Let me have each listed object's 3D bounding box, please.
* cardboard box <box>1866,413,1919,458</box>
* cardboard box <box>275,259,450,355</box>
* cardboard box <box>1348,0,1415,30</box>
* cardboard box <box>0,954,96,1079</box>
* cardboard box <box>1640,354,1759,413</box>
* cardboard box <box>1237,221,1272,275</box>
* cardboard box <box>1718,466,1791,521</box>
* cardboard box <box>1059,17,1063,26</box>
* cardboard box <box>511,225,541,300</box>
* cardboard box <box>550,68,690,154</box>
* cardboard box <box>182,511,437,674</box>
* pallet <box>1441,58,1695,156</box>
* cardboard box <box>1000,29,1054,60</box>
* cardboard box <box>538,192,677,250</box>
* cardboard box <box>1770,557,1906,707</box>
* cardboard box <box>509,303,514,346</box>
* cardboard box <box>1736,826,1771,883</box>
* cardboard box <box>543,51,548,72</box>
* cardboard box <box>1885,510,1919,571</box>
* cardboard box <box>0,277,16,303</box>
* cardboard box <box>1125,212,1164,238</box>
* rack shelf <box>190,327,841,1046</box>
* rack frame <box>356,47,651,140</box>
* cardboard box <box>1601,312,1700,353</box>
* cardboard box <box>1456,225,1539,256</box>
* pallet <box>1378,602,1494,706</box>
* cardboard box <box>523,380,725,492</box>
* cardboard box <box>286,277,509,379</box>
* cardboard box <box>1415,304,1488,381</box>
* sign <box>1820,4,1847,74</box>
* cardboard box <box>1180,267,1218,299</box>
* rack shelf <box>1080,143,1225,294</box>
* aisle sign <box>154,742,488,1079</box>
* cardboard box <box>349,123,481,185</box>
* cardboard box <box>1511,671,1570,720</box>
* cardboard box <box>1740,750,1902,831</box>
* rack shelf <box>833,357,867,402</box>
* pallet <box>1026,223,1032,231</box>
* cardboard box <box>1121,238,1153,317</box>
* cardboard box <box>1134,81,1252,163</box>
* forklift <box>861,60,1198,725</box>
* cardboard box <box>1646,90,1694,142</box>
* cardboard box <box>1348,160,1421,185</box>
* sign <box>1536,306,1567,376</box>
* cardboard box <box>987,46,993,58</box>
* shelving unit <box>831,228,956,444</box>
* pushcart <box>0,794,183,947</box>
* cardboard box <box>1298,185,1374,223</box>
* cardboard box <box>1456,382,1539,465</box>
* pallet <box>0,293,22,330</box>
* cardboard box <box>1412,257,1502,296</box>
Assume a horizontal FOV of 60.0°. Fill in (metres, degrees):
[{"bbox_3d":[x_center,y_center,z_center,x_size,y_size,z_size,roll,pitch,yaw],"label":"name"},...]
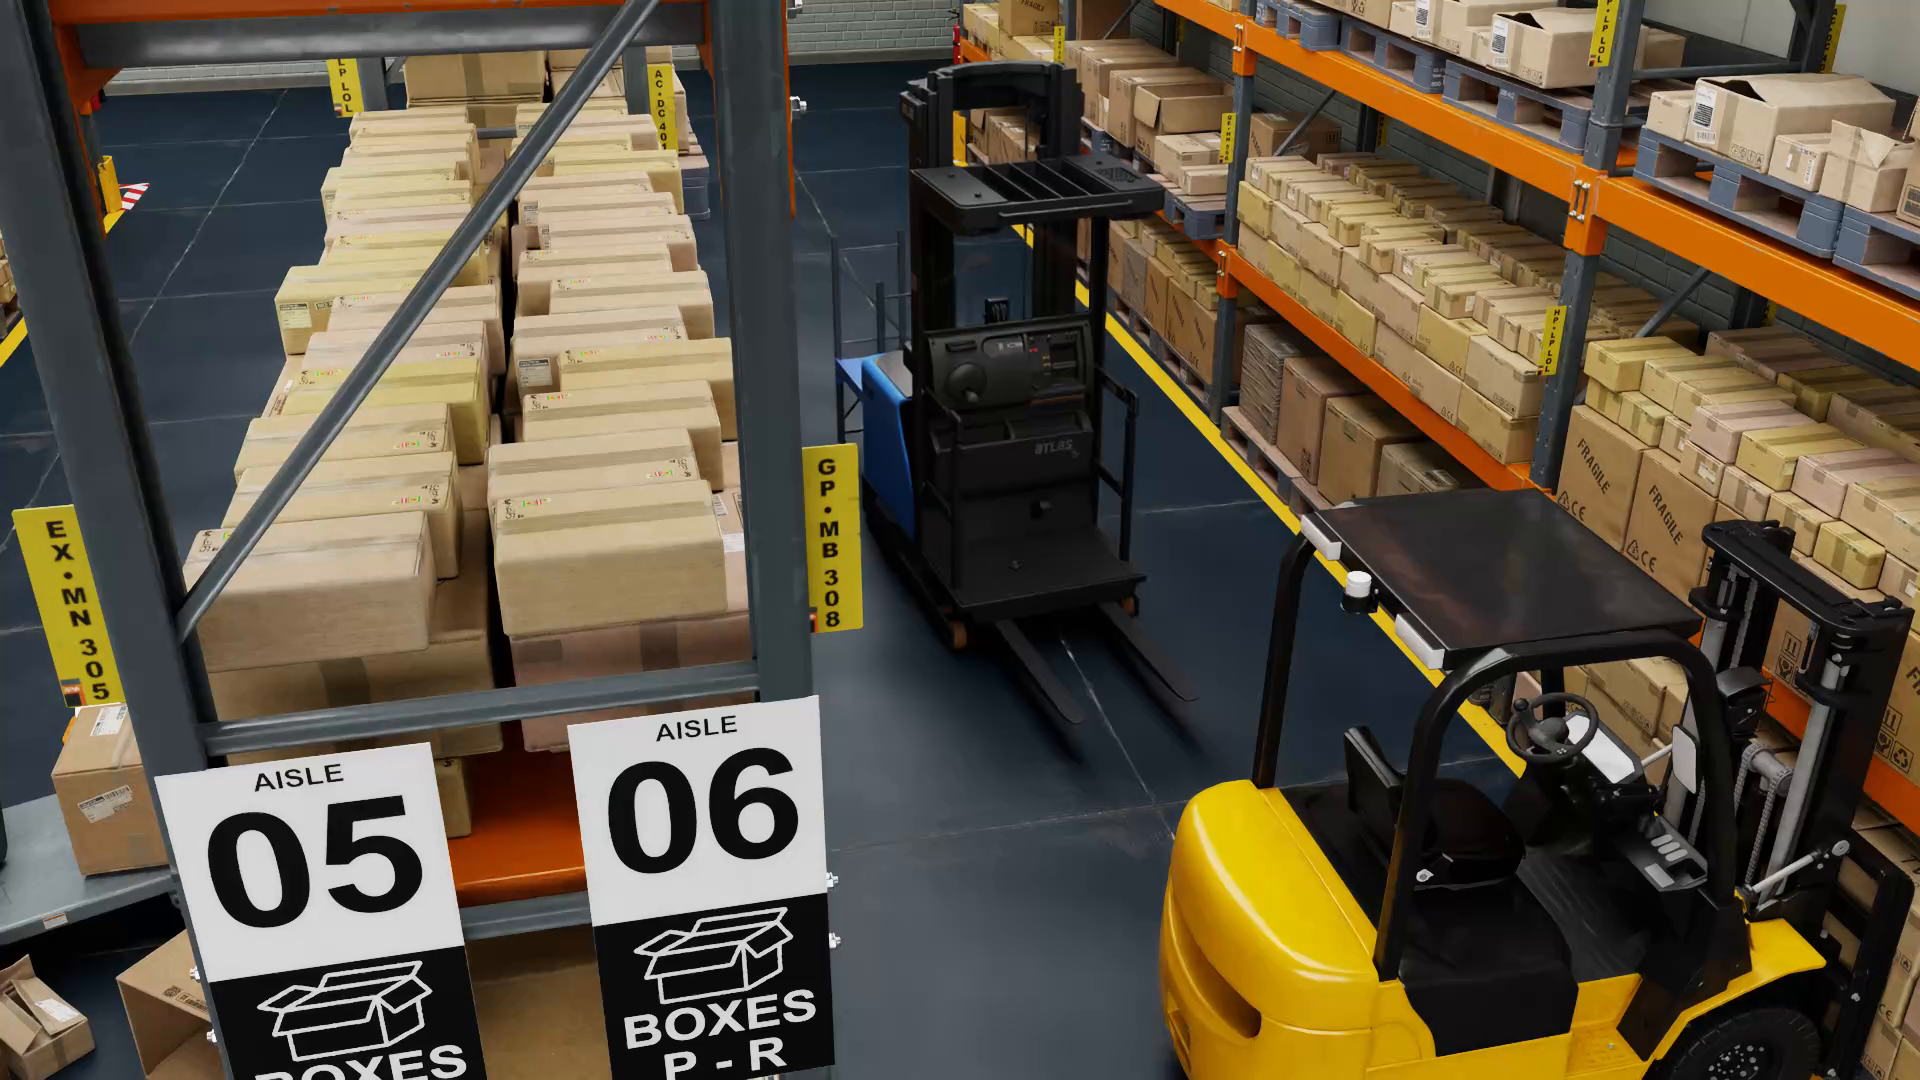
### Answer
[{"bbox_3d":[3.810,-0.385,6.522,0.380,0.149,0.250,-6,27,-12],"label":"cardboard box"},{"bbox_3d":[-1.477,-0.585,4.145,0.380,0.149,0.250,-5,27,-10],"label":"cardboard box"},{"bbox_3d":[2.452,-3.058,8.962,0.500,0.500,0.500,-5,27,-10],"label":"cardboard box"},{"bbox_3d":[-3.544,1.826,6.337,0.396,0.266,0.258,19,32,32],"label":"cardboard box"},{"bbox_3d":[3.146,-0.669,7.085,0.380,0.149,0.250,-6,27,-11],"label":"cardboard box"},{"bbox_3d":[2.159,-1.945,10.941,0.500,0.250,0.500,-6,27,-11],"label":"cardboard box"},{"bbox_3d":[3.201,-0.187,6.461,0.380,0.149,0.250,-6,27,-12],"label":"cardboard box"},{"bbox_3d":[1.078,-5.190,17.040,0.500,0.250,0.500,-5,27,-10],"label":"cardboard box"},{"bbox_3d":[-1.059,-0.761,4.937,0.500,0.250,0.500,-6,27,-12],"label":"cardboard box"},{"bbox_3d":[-1.378,-1.727,6.714,0.500,0.250,0.500,-7,28,-13],"label":"cardboard box"},{"bbox_3d":[-1.099,0.085,2.818,0.380,0.149,0.250,-6,27,-11],"label":"cardboard box"},{"bbox_3d":[2.987,-2.115,7.995,0.805,0.209,1.217,-7,28,-14],"label":"pallet"},{"bbox_3d":[0.701,-4.917,16.499,0.500,0.250,0.500,-7,28,-13],"label":"cardboard box"},{"bbox_3d":[-0.994,-0.873,4.716,0.380,0.149,0.250,-6,27,-11],"label":"cardboard box"},{"bbox_3d":[3.386,0.373,6.071,0.500,0.500,0.500,-6,27,-11],"label":"cardboard box"},{"bbox_3d":[-1.620,-0.703,5.264,0.380,0.149,0.250,-5,27,-10],"label":"cardboard box"},{"bbox_3d":[3.337,1.250,6.476,0.500,0.250,0.500,-6,27,-12],"label":"cardboard box"},{"bbox_3d":[-2.167,-2.444,8.320,0.797,0.503,0.637,-6,27,-12],"label":"cardboard box"},{"bbox_3d":[3.463,0.005,5.751,0.380,0.149,0.250,-6,27,-11],"label":"cardboard box"},{"bbox_3d":[-8.008,-2.042,13.665,0.380,0.149,0.250,-7,28,-14],"label":"cardboard box"},{"bbox_3d":[1.573,-2.597,13.655,0.380,0.149,0.250,-5,27,-10],"label":"cardboard box"},{"bbox_3d":[-1.186,-0.110,4.608,1.077,0.370,4.000,-6,27,-12],"label":"rack shelf"},{"bbox_3d":[-1.637,-2.648,5.510,1.000,3.000,0.127,-6,27,-12],"label":"rack frame"},{"bbox_3d":[3.328,-0.986,8.043,0.380,0.149,0.250,-7,28,-13],"label":"cardboard box"},{"bbox_3d":[3.030,-1.660,9.379,0.380,0.149,0.250,-6,27,-11],"label":"cardboard box"},{"bbox_3d":[2.995,0.450,9.125,1.003,0.211,1.213,-6,27,-12],"label":"pallet"},{"bbox_3d":[-0.685,-0.199,3.379,0.380,0.149,0.250,-6,27,-12],"label":"cardboard box"},{"bbox_3d":[-1.463,-0.486,4.391,0.500,0.250,0.500,-6,27,-11],"label":"cardboard box"},{"bbox_3d":[2.716,-1.047,8.606,0.500,0.250,0.500,-7,28,-13],"label":"cardboard box"},{"bbox_3d":[3.739,-2.138,7.166,0.100,0.325,0.005,-6,27,-12],"label":"sign"},{"bbox_3d":[1.847,-1.901,12.275,0.380,0.149,0.250,-7,28,-14],"label":"cardboard box"},{"bbox_3d":[1.846,-2.788,13.244,1.077,0.370,4.000,-6,27,-12],"label":"rack shelf"},{"bbox_3d":[-1.004,0.682,2.684,0.394,0.787,0.004,-6,27,-12],"label":"aisle sign"},{"bbox_3d":[-1.797,-1.270,5.503,0.380,0.149,0.250,-5,27,-10],"label":"cardboard box"},{"bbox_3d":[2.985,0.810,7.901,0.500,0.250,0.500,-6,27,-11],"label":"cardboard box"},{"bbox_3d":[3.341,1.036,6.344,0.500,0.250,0.500,-7,28,-13],"label":"cardboard box"},{"bbox_3d":[-0.436,-0.974,10.914,0.538,0.185,1.000,-9,28,-17],"label":"rack shelf"},{"bbox_3d":[1.242,-3.044,16.047,1.003,0.211,1.213,-6,27,-12],"label":"pallet"},{"bbox_3d":[1.634,-2.143,13.476,0.500,0.500,0.500,-7,28,-13],"label":"cardboard box"},{"bbox_3d":[1.749,-3.163,12.607,0.797,0.503,0.637,-7,28,-13],"label":"cardboard box"},{"bbox_3d":[0.356,-0.918,8.816,1.130,2.935,3.031,-9,28,-17],"label":"forklift"},{"bbox_3d":[3.004,-1.707,6.675,0.380,0.149,0.250,-5,27,-11],"label":"cardboard box"},{"bbox_3d":[2.735,-2.340,10.726,0.380,0.149,0.250,-5,27,-10],"label":"cardboard box"},{"bbox_3d":[2.672,-0.898,7.503,0.100,0.325,0.005,-6,27,-12],"label":"sign"},{"bbox_3d":[0.494,-5.123,17.350,0.380,0.149,0.250,-5,27,-10],"label":"cardboard box"},{"bbox_3d":[-0.436,-1.134,10.833,0.538,1.500,1.048,-9,28,-17],"label":"shelving unit"},{"bbox_3d":[-3.847,1.454,6.950,1.648,0.377,0.936,-16,31,-29],"label":"pushcart"},{"bbox_3d":[2.298,-2.055,10.162,0.380,0.149,0.250,-6,27,-11],"label":"cardboard box"},{"bbox_3d":[2.830,-0.603,8.283,0.500,0.250,0.500,-5,27,-10],"label":"cardboard box"},{"bbox_3d":[-8.425,-1.981,13.941,1.003,0.211,1.213,-6,27,-12],"label":"pallet"},{"bbox_3d":[2.639,-1.385,8.834,0.380,0.149,0.250,-7,28,-13],"label":"cardboard box"}]
